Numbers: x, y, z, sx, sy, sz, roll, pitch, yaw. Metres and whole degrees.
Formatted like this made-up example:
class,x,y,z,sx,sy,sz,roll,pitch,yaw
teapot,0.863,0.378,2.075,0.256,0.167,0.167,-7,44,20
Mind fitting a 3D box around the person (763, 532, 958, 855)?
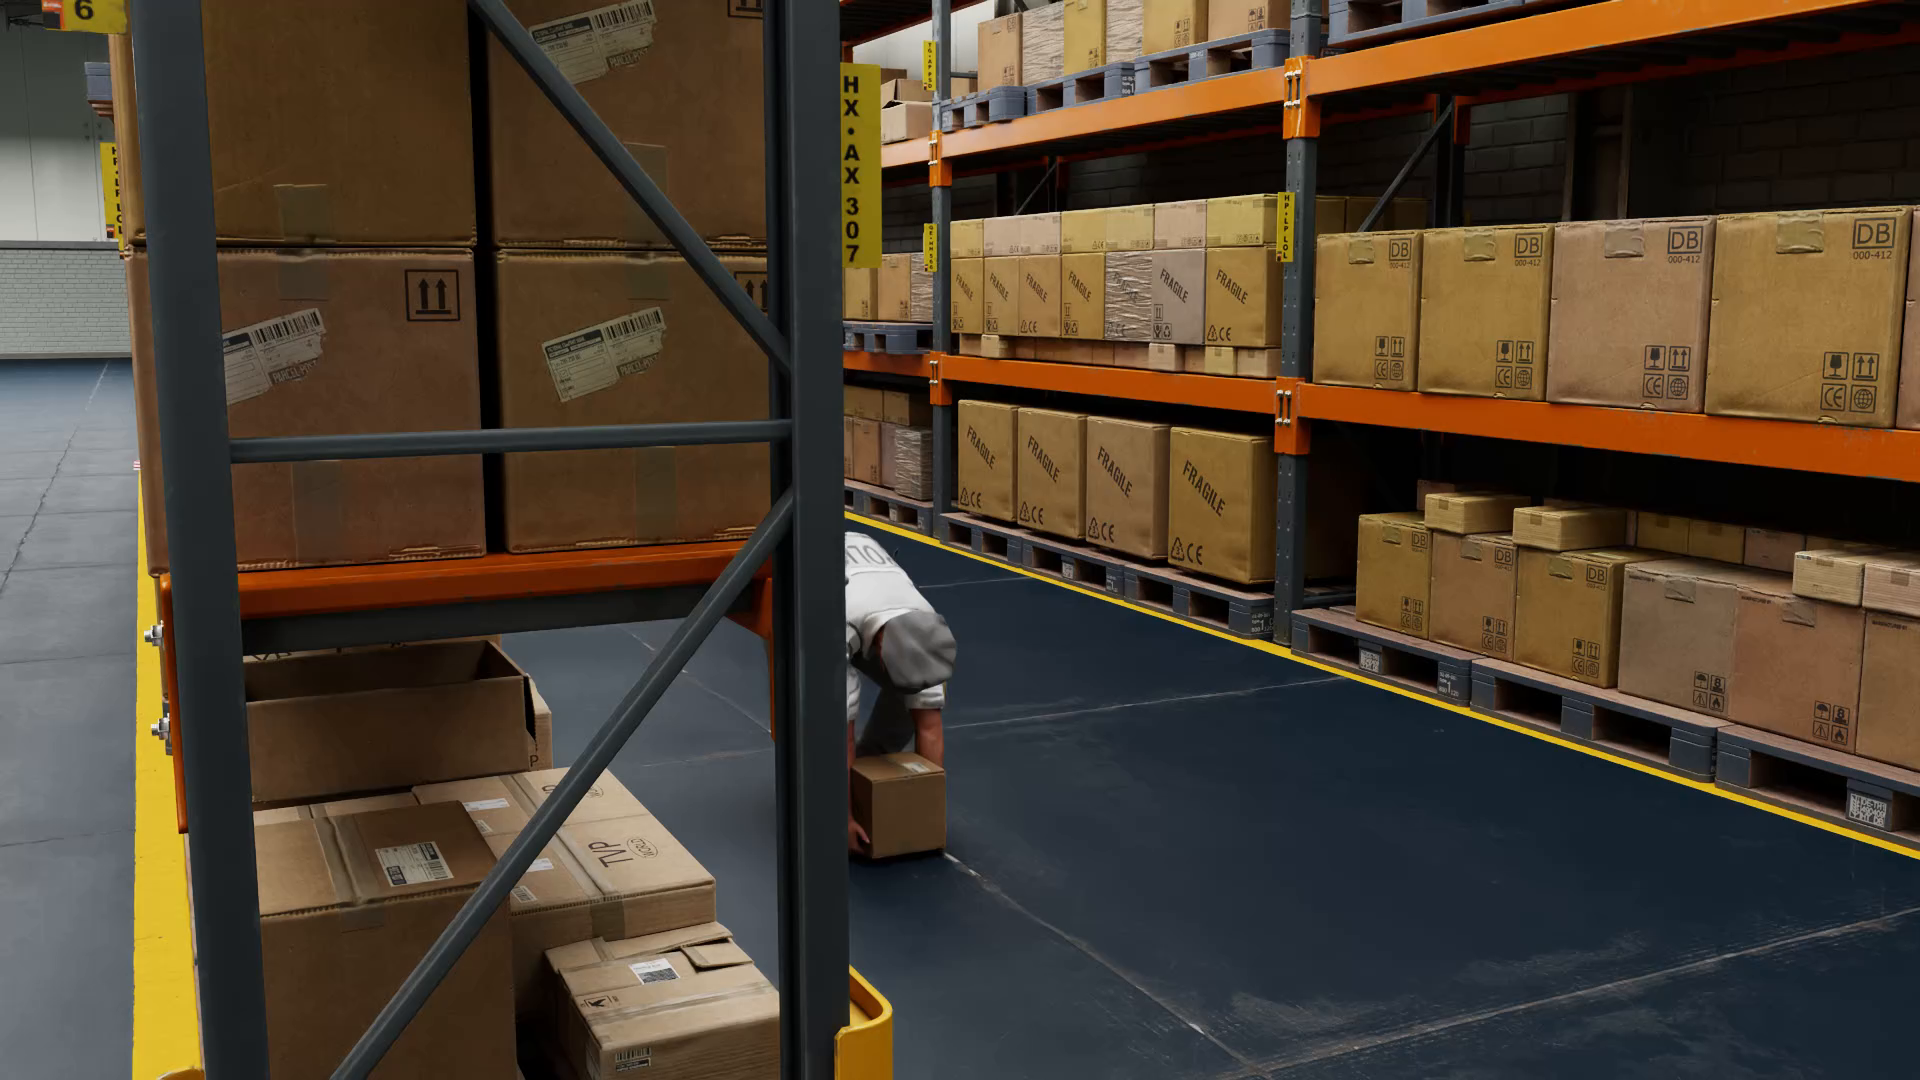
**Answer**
class,x,y,z,sx,sy,sz,roll,pitch,yaw
person,-0.327,0.468,5.437,0.539,0.939,1.023,-4,9,-25
